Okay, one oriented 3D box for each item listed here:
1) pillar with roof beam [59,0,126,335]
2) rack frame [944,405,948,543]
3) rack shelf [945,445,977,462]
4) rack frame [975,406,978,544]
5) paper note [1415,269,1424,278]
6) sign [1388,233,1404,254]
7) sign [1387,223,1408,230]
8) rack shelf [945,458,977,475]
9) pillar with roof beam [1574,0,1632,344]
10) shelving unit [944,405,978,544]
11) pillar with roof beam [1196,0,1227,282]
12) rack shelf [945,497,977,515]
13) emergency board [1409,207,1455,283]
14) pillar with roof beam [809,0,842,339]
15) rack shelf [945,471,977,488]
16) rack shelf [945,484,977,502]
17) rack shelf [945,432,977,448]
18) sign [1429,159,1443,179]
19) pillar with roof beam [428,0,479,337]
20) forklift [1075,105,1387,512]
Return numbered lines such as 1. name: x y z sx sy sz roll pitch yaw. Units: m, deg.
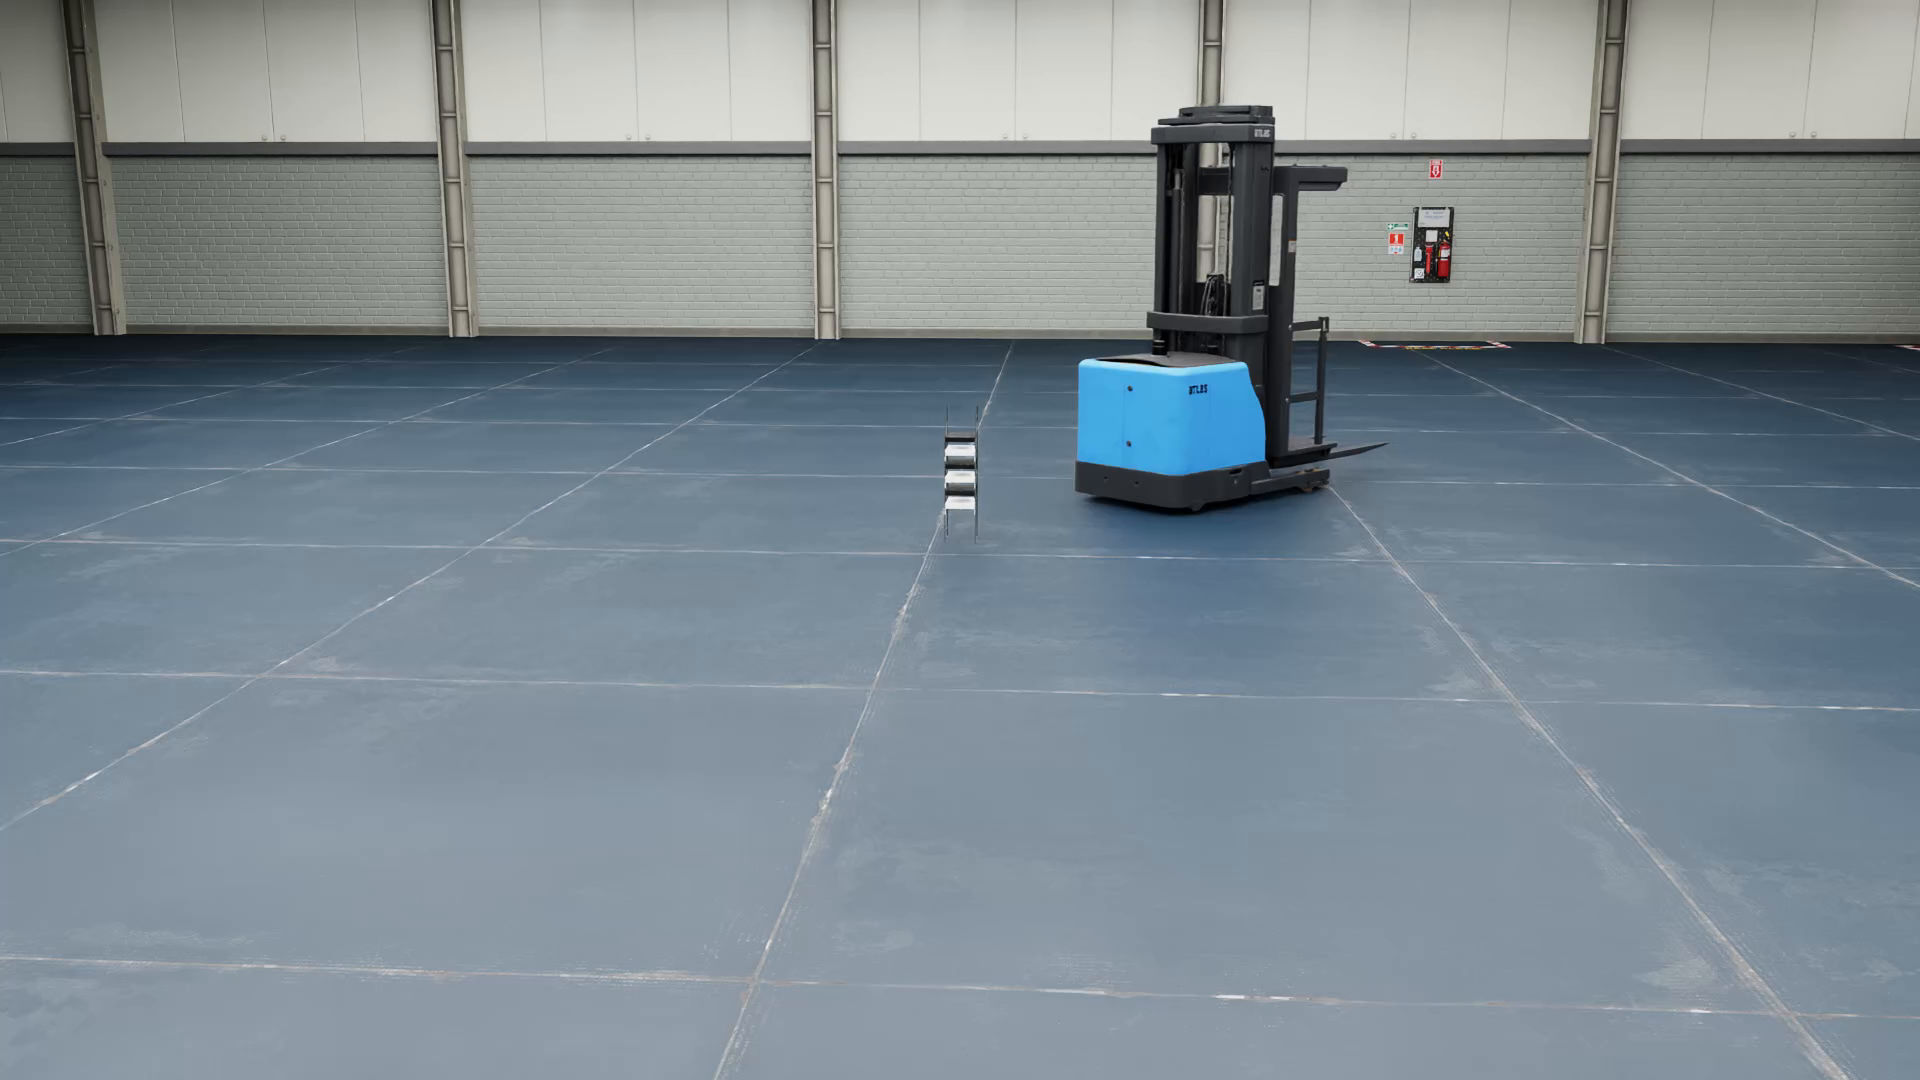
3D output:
1. pillar with roof beam: -14.386 -6.944 22.487 0.400 9.000 9.100 1 12 4
2. rack frame: -0.093 -0.442 11.182 0.006 0.900 0.240 1 12 4
3. rack shelf: 0.008 -0.584 11.145 0.200 0.077 0.258 1 12 4
4. rack frame: 0.110 -0.439 11.169 0.006 0.900 0.240 1 12 4
5. paper note: 7.212 -4.186 26.104 0.142 0.148 0.016 1 12 4
6. sign: 6.840 -4.647 26.068 0.234 0.329 0.001 1 12 4
7. sign: 6.844 -4.904 26.005 0.331 0.109 0.001 1 12 4
8. rack shelf: 0.008 -0.496 11.164 0.200 0.077 0.258 1 12 4
9. pillar with roof beam: 9.560 -6.616 20.917 0.400 9.000 9.100 1 12 4
10. shelving unit: 0.008 -0.440 11.175 0.210 0.900 0.258 1 12 4
11. pillar with roof beam: 3.573 -6.698 21.310 0.400 9.000 9.100 1 12 4
12. rack shelf: 0.008 -0.232 11.219 0.200 0.077 0.258 1 12 4
13. emergency board: 7.384 -4.600 25.935 0.643 1.169 0.194 1 12 4
14. pillar with roof beam: -2.413 -6.780 21.702 0.400 9.000 9.100 1 12 4
15. rack shelf: 0.008 -0.408 11.182 0.200 0.077 0.258 1 12 4
16. rack shelf: 0.008 -0.320 11.201 0.200 0.077 0.258 1 12 4
17. rack shelf: 0.008 -0.672 11.127 0.200 0.077 0.258 1 12 4
18. sign: 7.383 -5.756 25.795 0.199 0.298 0.001 1 12 4
19. pillar with roof beam: -8.400 -6.862 22.094 0.400 9.000 9.100 1 12 4
20. forklift: 2.297 -1.875 13.074 3.031 2.935 1.130 -11 16 -42
